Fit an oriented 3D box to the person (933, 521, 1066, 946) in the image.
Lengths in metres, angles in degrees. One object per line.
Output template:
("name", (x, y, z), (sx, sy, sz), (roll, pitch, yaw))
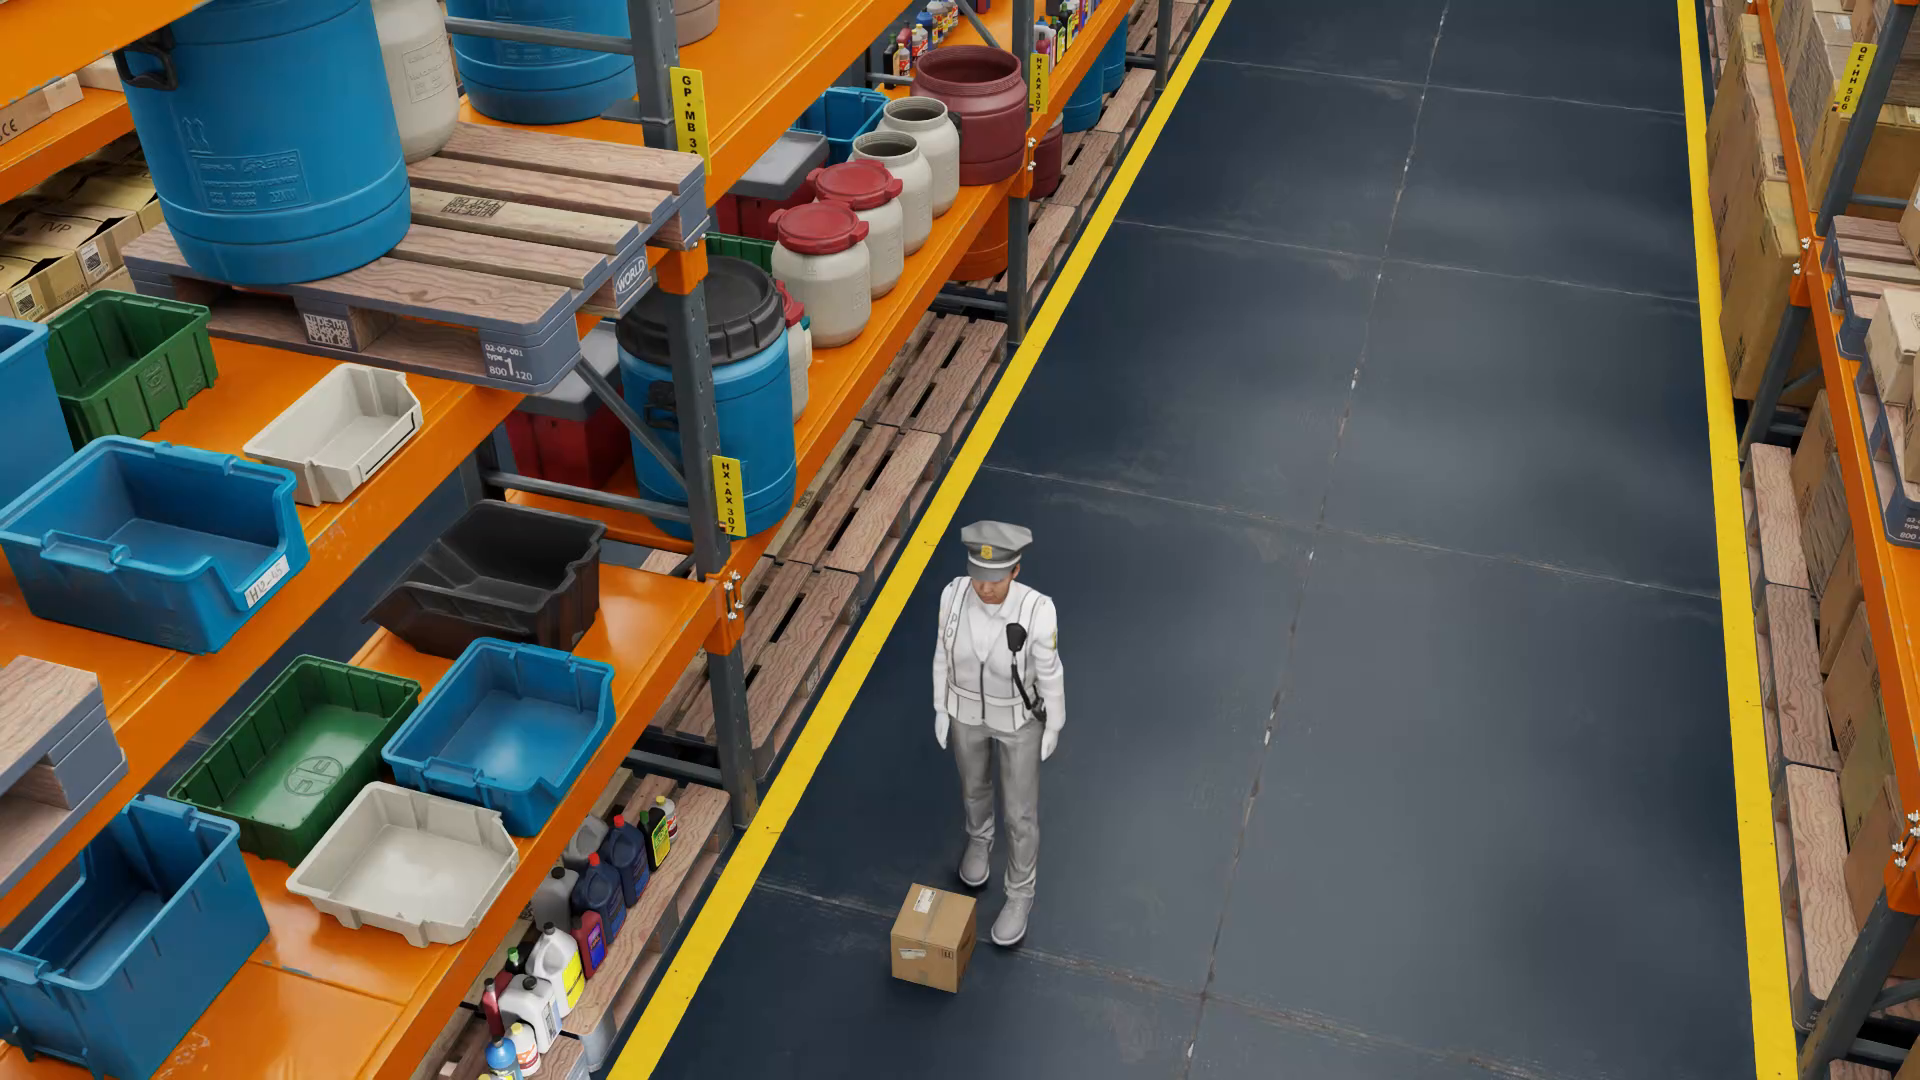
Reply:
("person", (0.105, 0.689, 5.951), (0.492, 1.680, 0.531), (12, 39, 15))
